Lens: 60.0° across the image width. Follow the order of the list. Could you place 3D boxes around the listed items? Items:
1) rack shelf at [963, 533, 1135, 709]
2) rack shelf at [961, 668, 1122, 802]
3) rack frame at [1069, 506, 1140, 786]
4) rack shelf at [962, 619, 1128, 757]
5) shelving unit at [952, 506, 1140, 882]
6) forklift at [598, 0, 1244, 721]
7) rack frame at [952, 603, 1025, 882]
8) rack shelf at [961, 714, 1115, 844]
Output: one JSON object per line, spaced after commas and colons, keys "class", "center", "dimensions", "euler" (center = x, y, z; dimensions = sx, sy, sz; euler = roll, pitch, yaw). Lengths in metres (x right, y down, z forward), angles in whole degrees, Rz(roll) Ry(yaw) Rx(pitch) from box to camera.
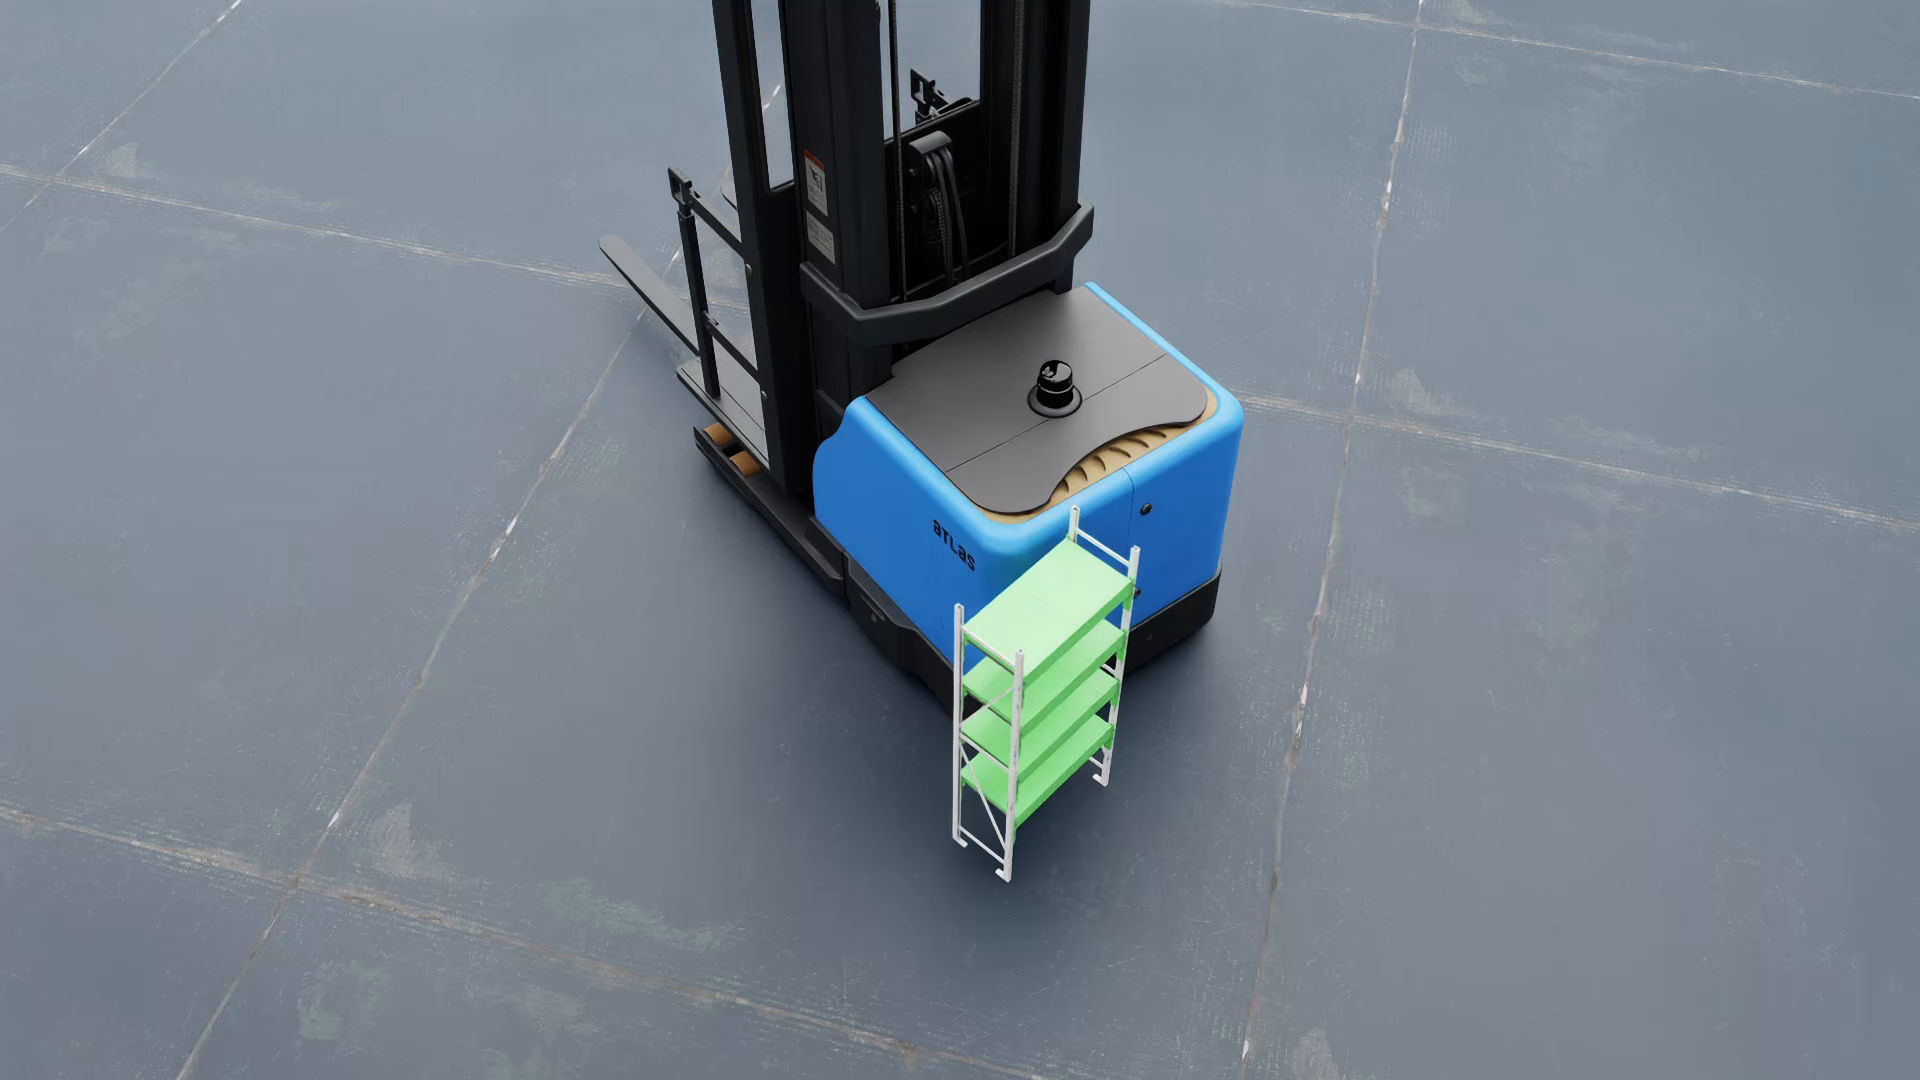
{"class": "rack shelf", "center": [0.242, 0.222, 4.697], "dimensions": [0.258, 0.148, 0.480], "euler": [35, 57, 26]}
{"class": "rack shelf", "center": [0.238, 0.537, 5.059], "dimensions": [0.258, 0.148, 0.480], "euler": [35, 57, 26]}
{"class": "rack frame", "center": [0.404, 0.361, 5.130], "dimensions": [0.240, 1.200, 0.015], "euler": [35, 57, 26]}
{"class": "rack shelf", "center": [0.240, 0.380, 4.878], "dimensions": [0.258, 0.148, 0.480], "euler": [35, 57, 26]}
{"class": "shelving unit", "center": [0.239, 0.495, 5.011], "dimensions": [0.258, 1.200, 0.503], "euler": [35, 57, 26]}
{"class": "forklift", "center": [-0.373, -1.346, 5.483], "dimensions": [1.130, 2.935, 3.031], "euler": [-29, 55, -23]}
{"class": "rack frame", "center": [0.074, 0.630, 4.892], "dimensions": [0.240, 1.200, 0.015], "euler": [35, 57, 26]}
{"class": "rack shelf", "center": [0.236, 0.695, 5.240], "dimensions": [0.258, 0.148, 0.480], "euler": [35, 57, 26]}
